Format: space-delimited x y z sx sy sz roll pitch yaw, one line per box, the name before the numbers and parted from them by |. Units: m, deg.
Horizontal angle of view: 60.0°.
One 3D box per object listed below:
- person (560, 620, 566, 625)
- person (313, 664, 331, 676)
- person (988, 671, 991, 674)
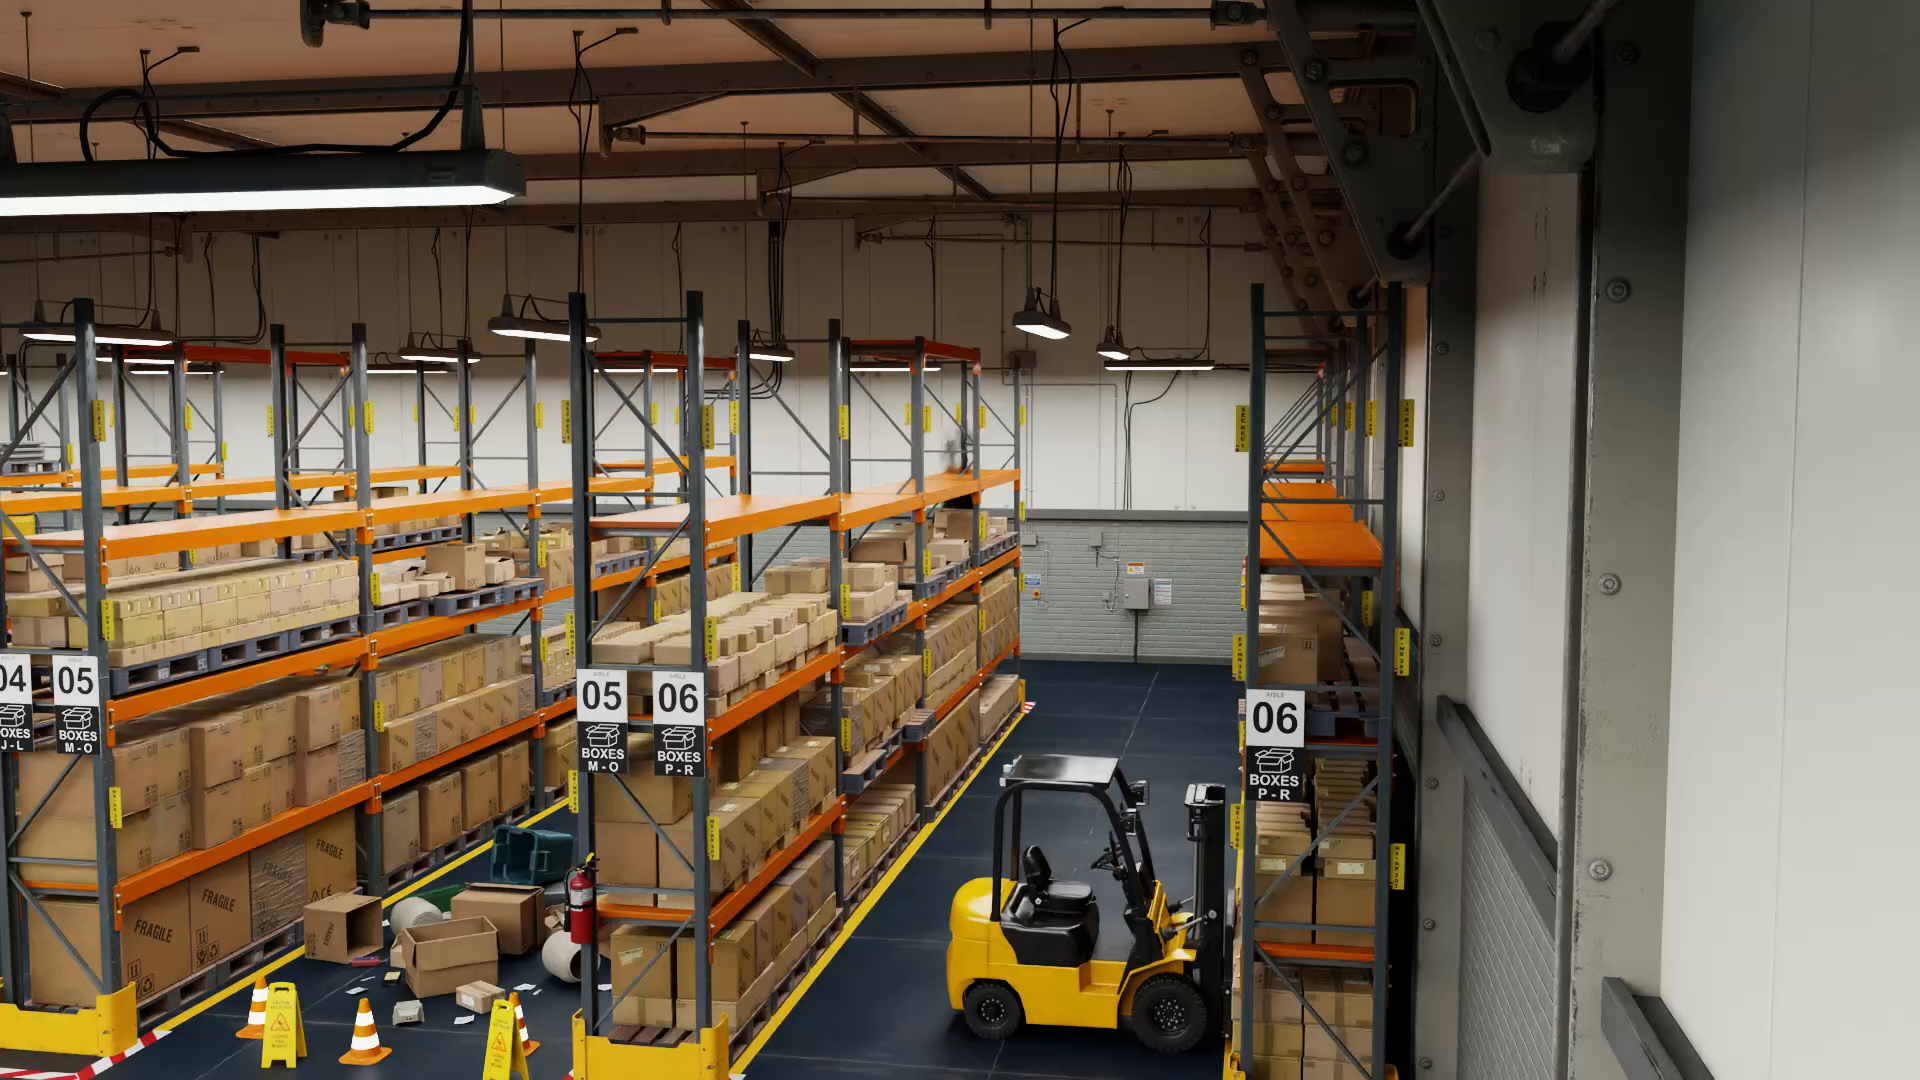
person | -6.530 2.143 27.420 0.616 1.652 0.543 1 5 11
person | -8.736 2.468 22.748 0.575 1.684 0.942 1 5 6
person | 0.135 1.764 29.604 0.758 1.706 0.624 2 5 19
